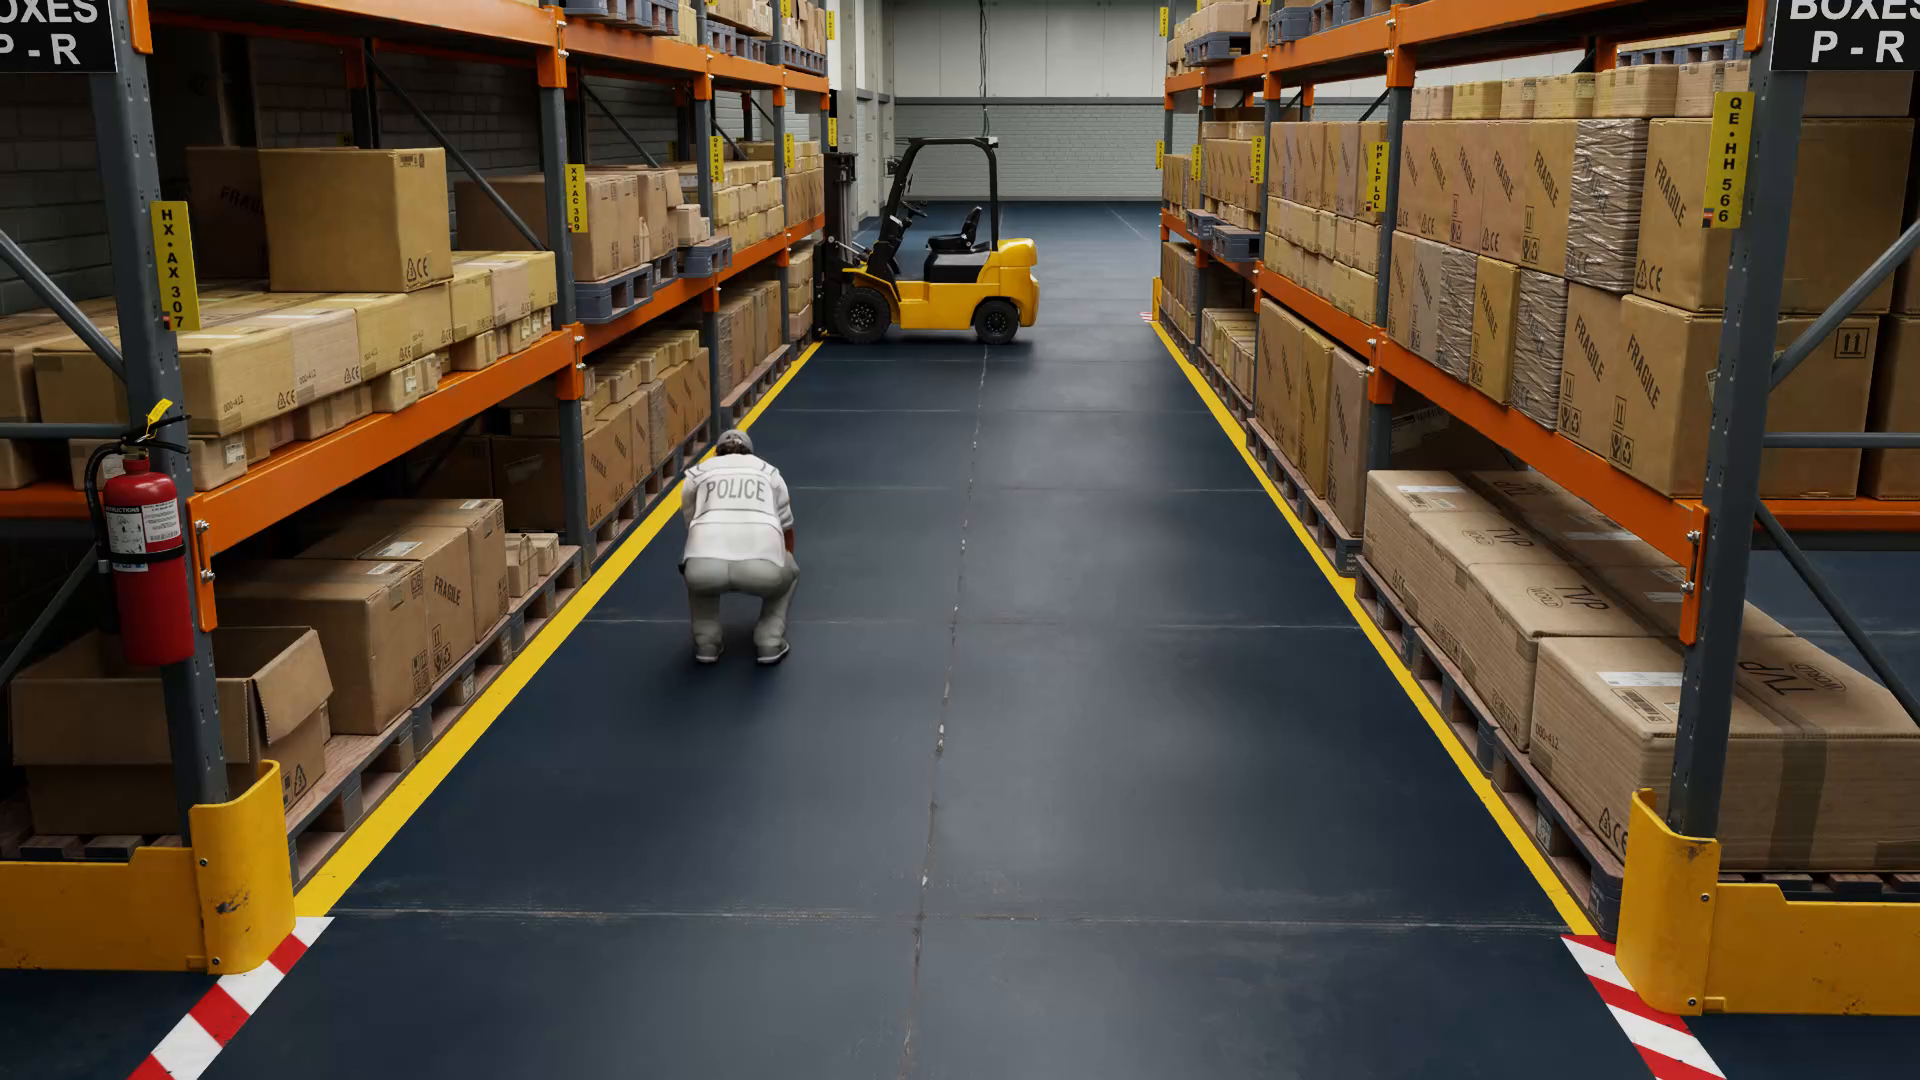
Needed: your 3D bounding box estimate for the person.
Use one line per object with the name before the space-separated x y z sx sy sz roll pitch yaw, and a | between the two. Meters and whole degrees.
person | -0.983 0.033 7.359 0.517 0.950 0.853 0 14 1
